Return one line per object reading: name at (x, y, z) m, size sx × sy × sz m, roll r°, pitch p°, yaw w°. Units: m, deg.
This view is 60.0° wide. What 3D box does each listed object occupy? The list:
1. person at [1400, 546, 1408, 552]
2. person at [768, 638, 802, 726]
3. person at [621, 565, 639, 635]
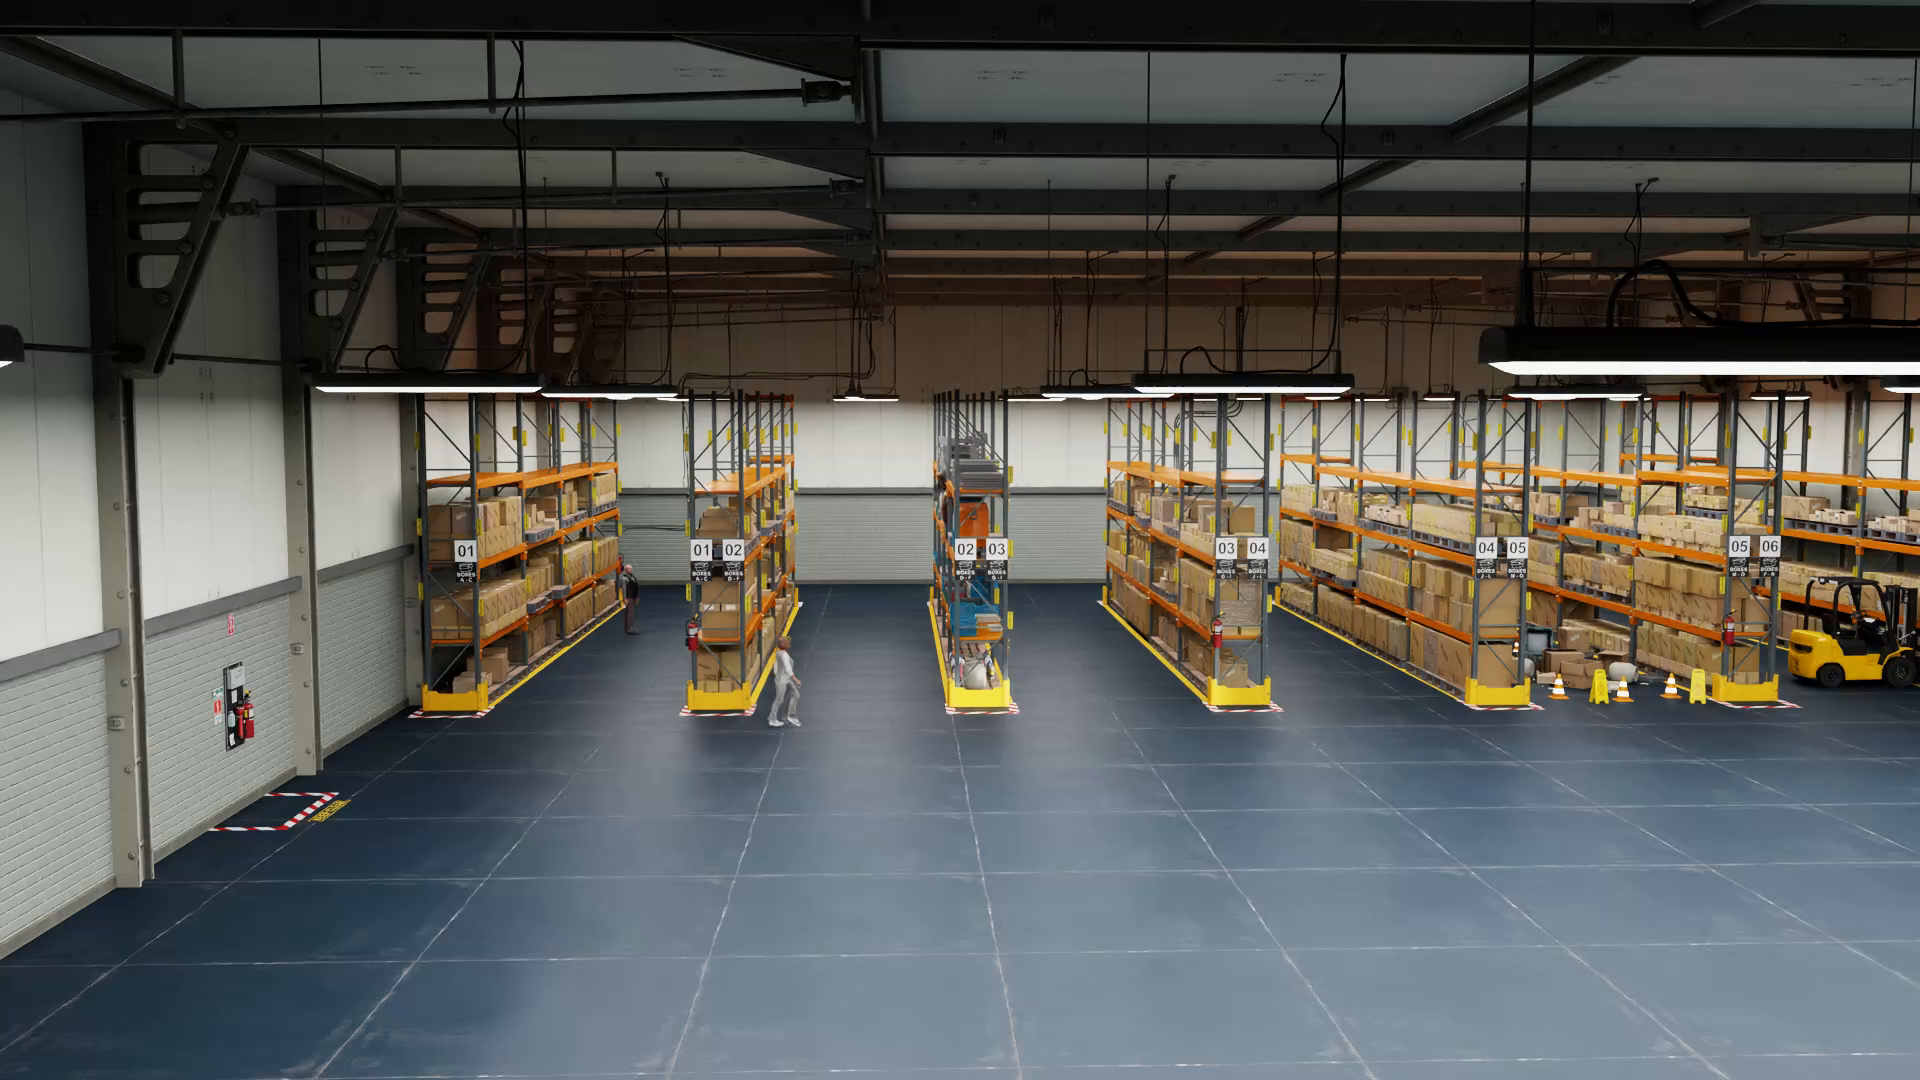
person at (13.258, 0.820, 49.475) m, size 0.928 × 1.722 × 0.613 m, roll -1°, pitch 5°, yaw -12°
person at (-3.107, 2.572, 29.444) m, size 0.609 × 1.516 × 0.404 m, roll 0°, pitch 5°, yaw 3°
person at (-8.216, 1.482, 41.549) m, size 0.449 × 1.729 × 0.555 m, roll 0°, pitch 5°, yaw 3°
